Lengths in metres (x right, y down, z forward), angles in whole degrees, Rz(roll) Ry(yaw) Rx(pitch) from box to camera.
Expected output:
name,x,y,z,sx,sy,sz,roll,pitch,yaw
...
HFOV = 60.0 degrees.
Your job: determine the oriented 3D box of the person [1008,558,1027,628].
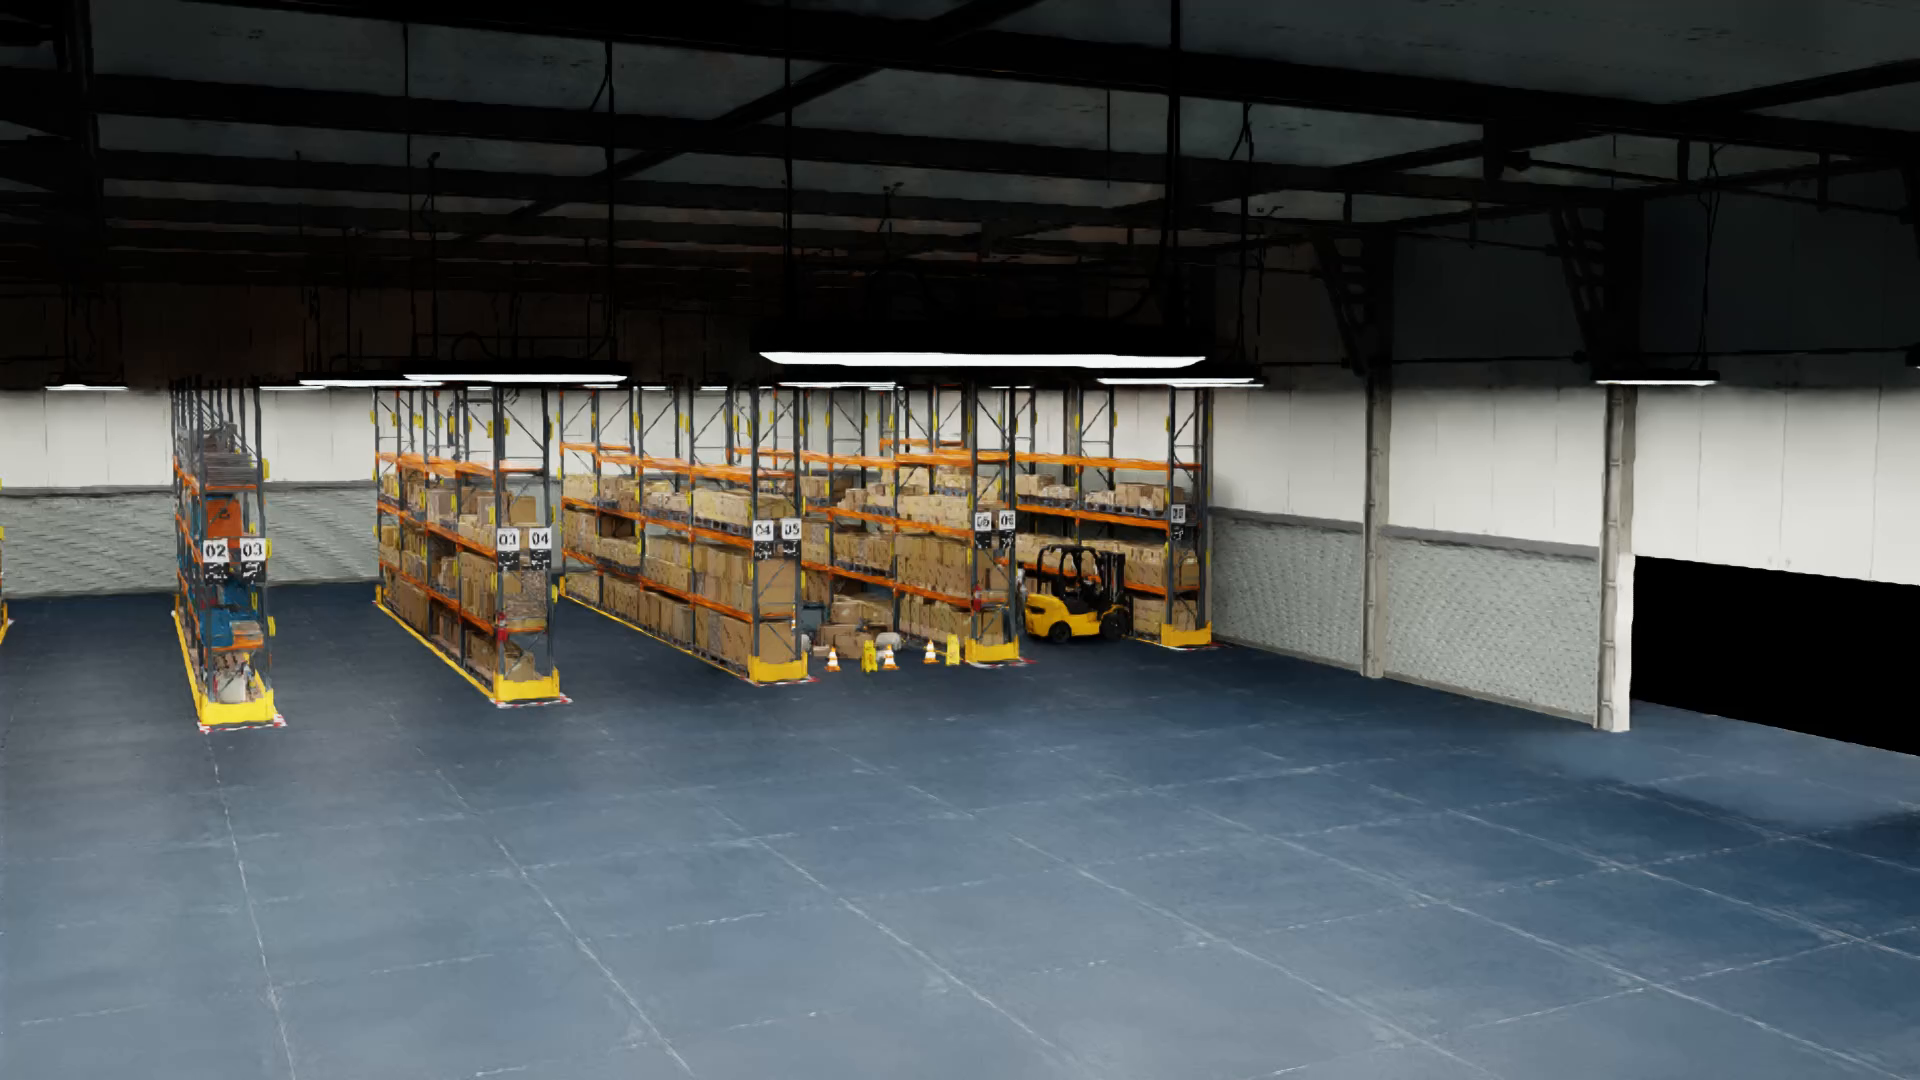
name,x,y,z,sx,sy,sz,roll,pitch,yaw
person,1.436,1.282,40.492,0.528,1.671,0.531,0,5,2
